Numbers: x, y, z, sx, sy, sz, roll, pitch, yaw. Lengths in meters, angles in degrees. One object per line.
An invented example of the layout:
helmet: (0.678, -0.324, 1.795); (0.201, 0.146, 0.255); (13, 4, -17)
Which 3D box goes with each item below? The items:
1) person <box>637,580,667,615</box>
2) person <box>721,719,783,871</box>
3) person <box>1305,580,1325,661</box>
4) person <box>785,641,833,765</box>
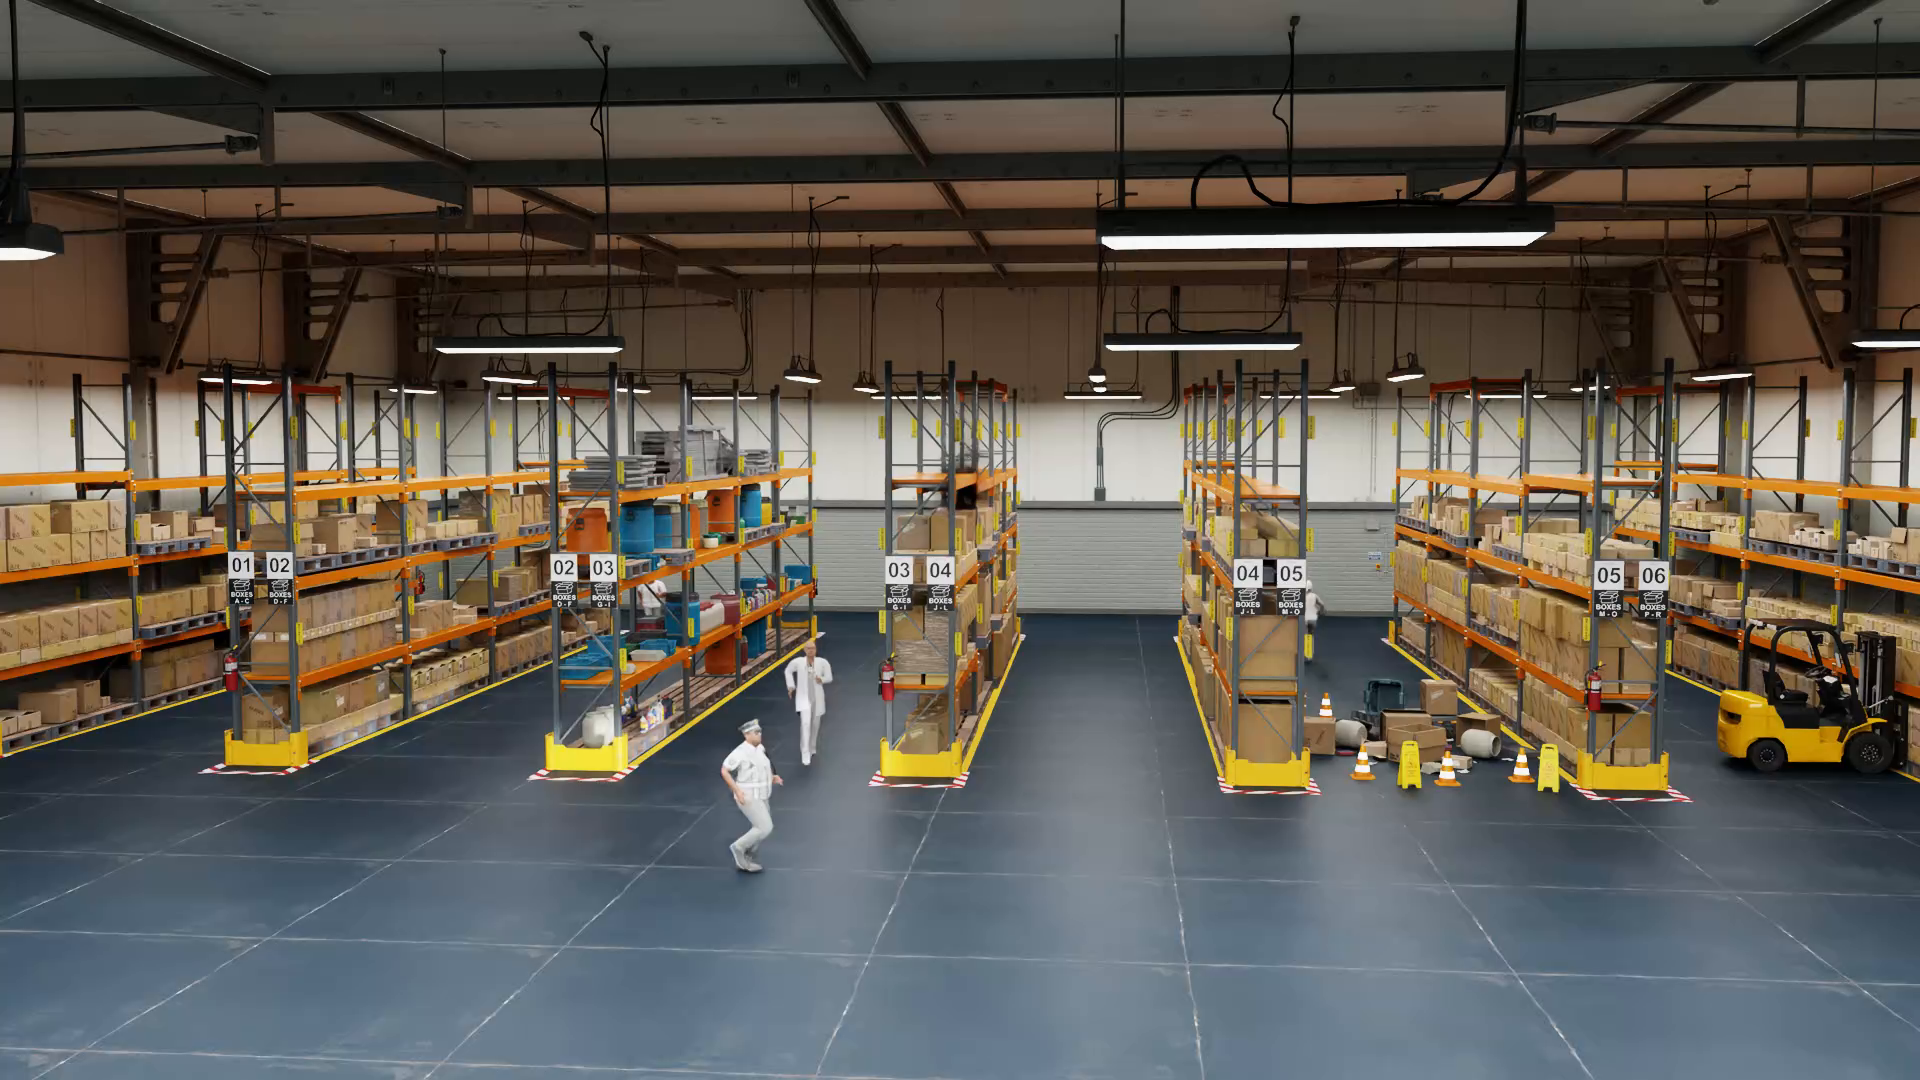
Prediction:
person: (-7.176, 1.568, 38.721); (0.689, 1.805, 0.798); (-1, 4, -8)
person: (-2.291, 2.889, 18.791); (0.602, 1.740, 0.651); (2, 4, 22)
person: (7.505, 1.767, 35.940); (0.633, 1.813, 0.751); (0, 4, -5)
person: (-2.274, 2.450, 25.192); (0.669, 1.850, 0.838); (-1, 4, -16)
